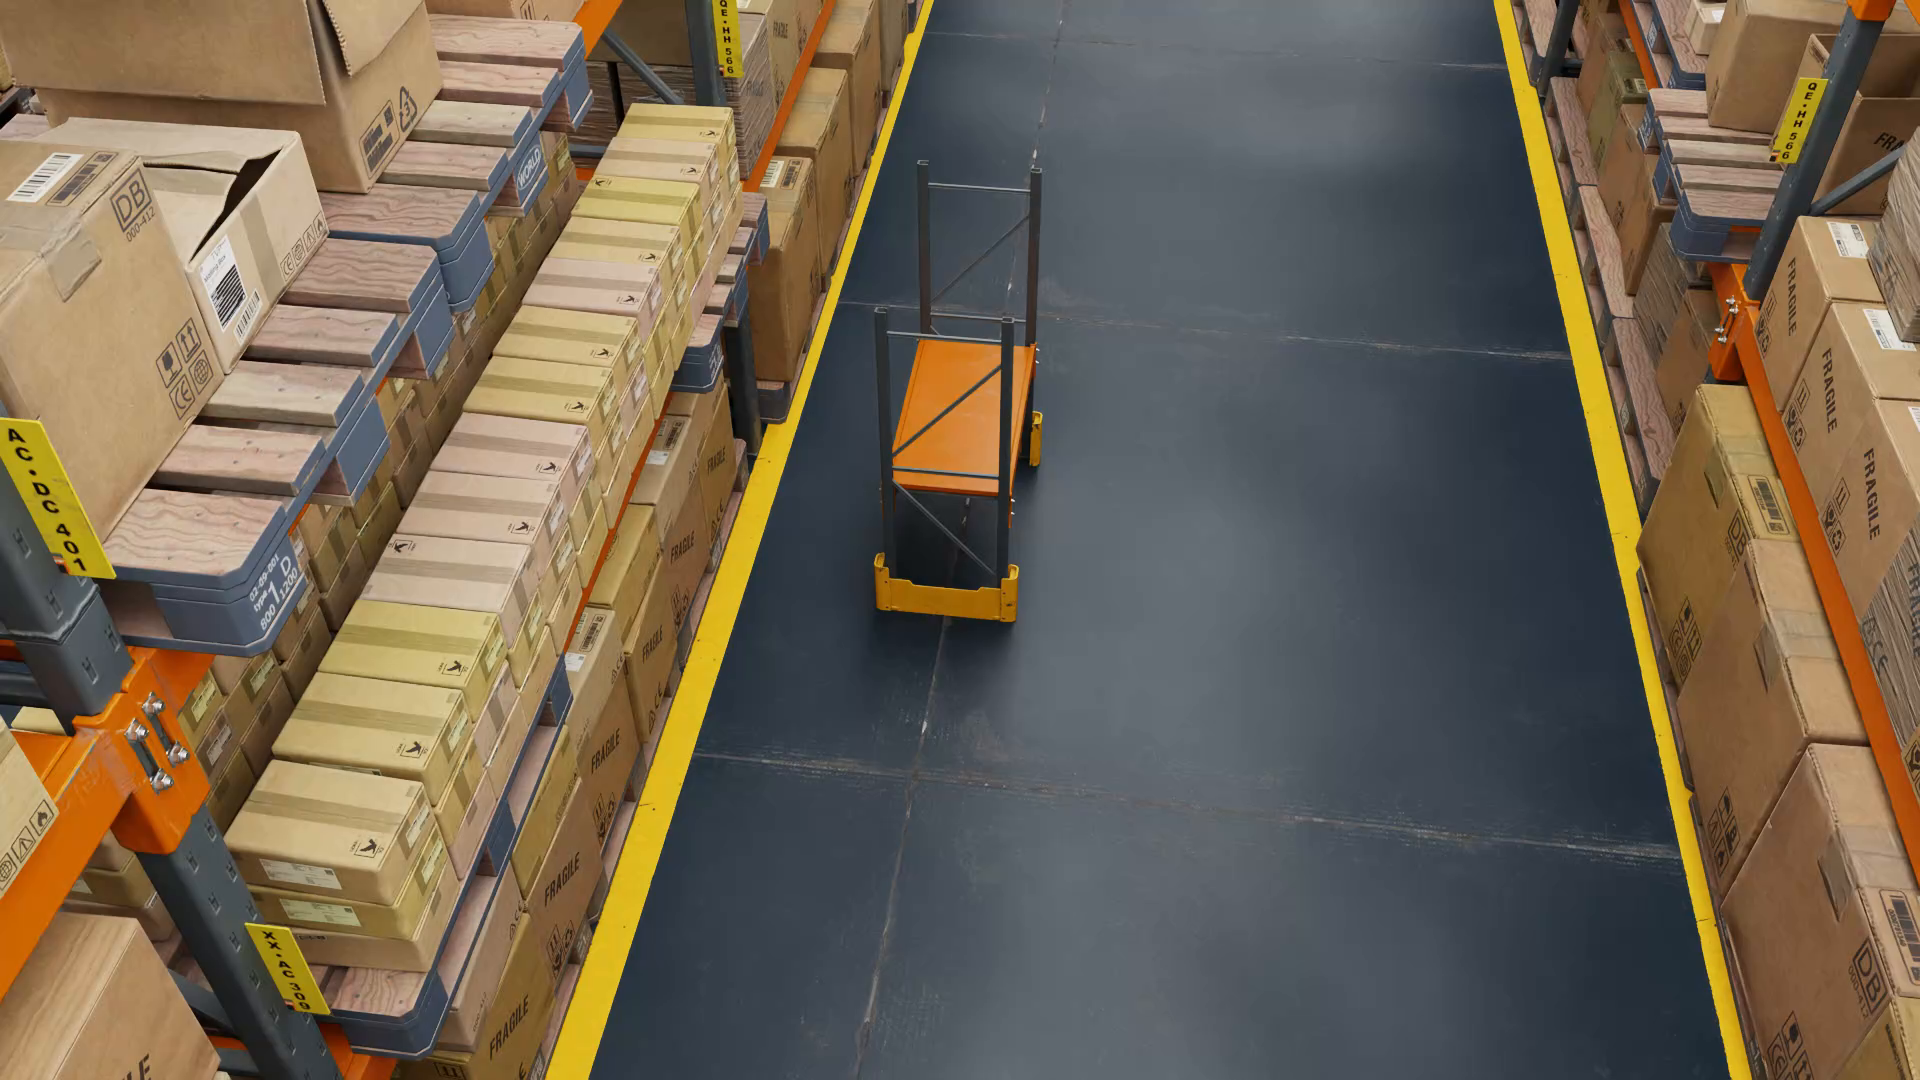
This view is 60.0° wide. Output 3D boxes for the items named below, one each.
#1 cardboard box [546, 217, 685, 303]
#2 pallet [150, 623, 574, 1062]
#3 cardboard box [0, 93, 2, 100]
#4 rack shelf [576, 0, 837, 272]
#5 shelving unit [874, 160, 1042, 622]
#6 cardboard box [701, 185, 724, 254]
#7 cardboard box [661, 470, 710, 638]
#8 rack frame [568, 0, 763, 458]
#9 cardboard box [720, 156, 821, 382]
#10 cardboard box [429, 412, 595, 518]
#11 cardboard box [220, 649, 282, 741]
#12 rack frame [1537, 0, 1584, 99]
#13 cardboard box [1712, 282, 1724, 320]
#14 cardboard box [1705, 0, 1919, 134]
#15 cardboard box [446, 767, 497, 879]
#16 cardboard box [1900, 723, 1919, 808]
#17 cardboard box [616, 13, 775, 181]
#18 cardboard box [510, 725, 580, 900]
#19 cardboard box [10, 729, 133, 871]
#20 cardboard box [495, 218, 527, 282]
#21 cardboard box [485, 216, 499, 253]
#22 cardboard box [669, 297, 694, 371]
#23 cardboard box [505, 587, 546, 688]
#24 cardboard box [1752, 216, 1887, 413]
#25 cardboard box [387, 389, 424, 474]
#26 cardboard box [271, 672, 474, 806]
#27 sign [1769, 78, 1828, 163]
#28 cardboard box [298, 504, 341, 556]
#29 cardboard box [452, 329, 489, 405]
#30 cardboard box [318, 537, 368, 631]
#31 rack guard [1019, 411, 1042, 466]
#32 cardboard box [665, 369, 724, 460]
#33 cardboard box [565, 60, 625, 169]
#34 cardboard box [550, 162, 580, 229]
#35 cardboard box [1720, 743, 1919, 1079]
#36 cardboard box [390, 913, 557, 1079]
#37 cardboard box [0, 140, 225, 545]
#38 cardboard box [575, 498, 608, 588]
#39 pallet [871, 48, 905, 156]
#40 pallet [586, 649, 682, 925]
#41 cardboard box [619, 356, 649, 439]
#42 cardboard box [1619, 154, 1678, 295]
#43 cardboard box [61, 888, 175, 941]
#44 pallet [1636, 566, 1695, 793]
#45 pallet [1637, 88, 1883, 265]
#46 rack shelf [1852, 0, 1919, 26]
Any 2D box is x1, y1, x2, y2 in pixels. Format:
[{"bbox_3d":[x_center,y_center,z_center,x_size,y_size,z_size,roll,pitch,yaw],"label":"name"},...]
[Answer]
[{"bbox_3d":[-1.132,-0.924,5.489,0.380,0.149,0.250,6,44,7],"label":"cardboard box"},{"bbox_3d":[-1.704,0.734,4.433,1.003,0.211,1.213,5,44,6],"label":"pallet"},{"bbox_3d":[-6.060,-2.538,9.354,0.950,0.372,0.625,7,44,7],"label":"cardboard box"},{"bbox_3d":[-1.156,-2.656,8.397,1.077,0.370,4.000,5,44,6],"label":"rack shelf"},{"bbox_3d":[0.010,-0.597,6.789,0.587,1.500,1.083,5,44,6],"label":"shelving unit"},{"bbox_3d":[-1.068,-1.163,5.958,0.380,0.149,0.250,7,44,7],"label":"cardboard box"},{"bbox_3d":[-1.320,0.027,6.553,0.500,0.500,0.500,7,44,7],"label":"cardboard box"},{"bbox_3d":[-1.420,-1.554,6.710,1.000,3.000,0.127,5,44,6],"label":"rack frame"},{"bbox_3d":[-1.250,-1.297,7.768,1.050,0.750,0.750,5,44,5],"label":"cardboard box"},{"bbox_3d":[-1.271,-0.213,4.738,0.380,0.149,0.250,7,44,7],"label":"cardboard box"},{"bbox_3d":[-2.023,0.365,4.344,0.380,0.149,0.250,7,44,7],"label":"cardboard box"},{"bbox_3d":[4.012,-3.760,9.040,1.000,3.000,0.127,5,44,6],"label":"rack frame"},{"bbox_3d":[3.542,-1.018,7.096,0.500,0.250,0.500,7,44,7],"label":"cardboard box"},{"bbox_3d":[3.489,-1.984,6.786,0.700,0.500,0.500,11,45,12],"label":"cardboard box"},{"bbox_3d":[-1.410,0.695,4.212,0.380,0.149,0.250,6,44,6],"label":"cardboard box"},{"bbox_3d":[2.880,0.618,4.342,0.500,0.500,0.500,5,44,5],"label":"cardboard box"},{"bbox_3d":[-1.093,-1.872,6.973,0.500,0.500,0.500,6,44,6],"label":"cardboard box"},{"bbox_3d":[-1.521,0.812,5.178,0.500,0.250,0.500,6,44,7],"label":"cardboard box"},{"bbox_3d":[-2.089,0.603,3.876,0.380,0.149,0.250,7,44,7],"label":"cardboard box"},{"bbox_3d":[-1.749,-1.045,5.833,0.380,0.149,0.250,4,44,4],"label":"cardboard box"},{"bbox_3d":[-1.779,-1.003,5.573,0.380,0.149,0.250,4,44,4],"label":"cardboard box"},{"bbox_3d":[-1.135,-0.723,5.710,0.380,0.149,0.250,5,44,5],"label":"cardboard box"},{"bbox_3d":[-1.341,0.246,4.469,0.380,0.149,0.250,4,44,4],"label":"cardboard box"},{"bbox_3d":[3.149,-0.764,5.803,0.500,0.500,0.500,6,44,7],"label":"cardboard box"},{"bbox_3d":[-1.884,-0.350,5.099,0.380,0.149,0.250,7,44,7],"label":"cardboard box"},{"bbox_3d":[-1.410,0.477,4.009,0.380,0.149,0.250,6,44,7],"label":"cardboard box"},{"bbox_3d":[2.944,-1.469,5.835,0.100,0.325,0.005,5,44,6],"label":"sign"},{"bbox_3d":[-1.948,-0.102,4.621,0.380,0.149,0.250,4,44,4],"label":"cardboard box"},{"bbox_3d":[-1.817,-0.596,5.575,0.380,0.149,0.250,7,44,7],"label":"cardboard box"},{"bbox_3d":[-1.960,0.114,4.825,0.380,0.149,0.250,4,44,4],"label":"cardboard box"},{"bbox_3d":[0.076,-0.482,7.577,0.587,0.250,0.087,5,44,6],"label":"rack guard"},{"bbox_3d":[-1.251,-0.581,6.649,0.500,0.250,0.500,4,44,5],"label":"cardboard box"},{"bbox_3d":[-1.627,-1.922,7.025,0.500,0.500,0.500,5,44,6],"label":"cardboard box"},{"bbox_3d":[-1.679,-1.329,6.349,0.380,0.149,0.250,5,44,5],"label":"cardboard box"},{"bbox_3d":[3.136,1.264,4.974,1.225,0.875,0.875,4,44,4],"label":"cardboard box"},{"bbox_3d":[-1.588,1.448,5.052,0.500,0.500,0.500,7,44,7],"label":"cardboard box"},{"bbox_3d":[-1.790,-0.354,2.883,0.700,0.500,0.500,5,44,6],"label":"cardboard box"},{"bbox_3d":[-1.274,-0.006,4.952,0.380,0.149,0.250,5,44,5],"label":"cardboard box"},{"bbox_3d":[-0.919,-2.735,9.985,1.003,0.211,1.213,5,44,6],"label":"pallet"},{"bbox_3d":[-1.689,0.820,6.230,1.003,0.211,1.213,5,44,6],"label":"pallet"},{"bbox_3d":[-1.203,-0.466,5.221,0.380,0.149,0.250,6,44,7],"label":"cardboard box"},{"bbox_3d":[3.680,-1.511,8.162,0.700,0.500,0.500,9,44,9],"label":"cardboard box"},{"bbox_3d":[-2.093,0.822,4.077,0.380,0.149,0.250,4,44,5],"label":"cardboard box"},{"bbox_3d":[3.304,0.509,6.559,1.003,0.211,1.213,5,44,6],"label":"pallet"},{"bbox_3d":[3.472,-1.460,6.750,1.213,0.211,1.003,5,44,6],"label":"pallet"},{"bbox_3d":[3.218,-0.499,3.937,1.077,0.370,4.000,5,44,6],"label":"rack shelf"}]
